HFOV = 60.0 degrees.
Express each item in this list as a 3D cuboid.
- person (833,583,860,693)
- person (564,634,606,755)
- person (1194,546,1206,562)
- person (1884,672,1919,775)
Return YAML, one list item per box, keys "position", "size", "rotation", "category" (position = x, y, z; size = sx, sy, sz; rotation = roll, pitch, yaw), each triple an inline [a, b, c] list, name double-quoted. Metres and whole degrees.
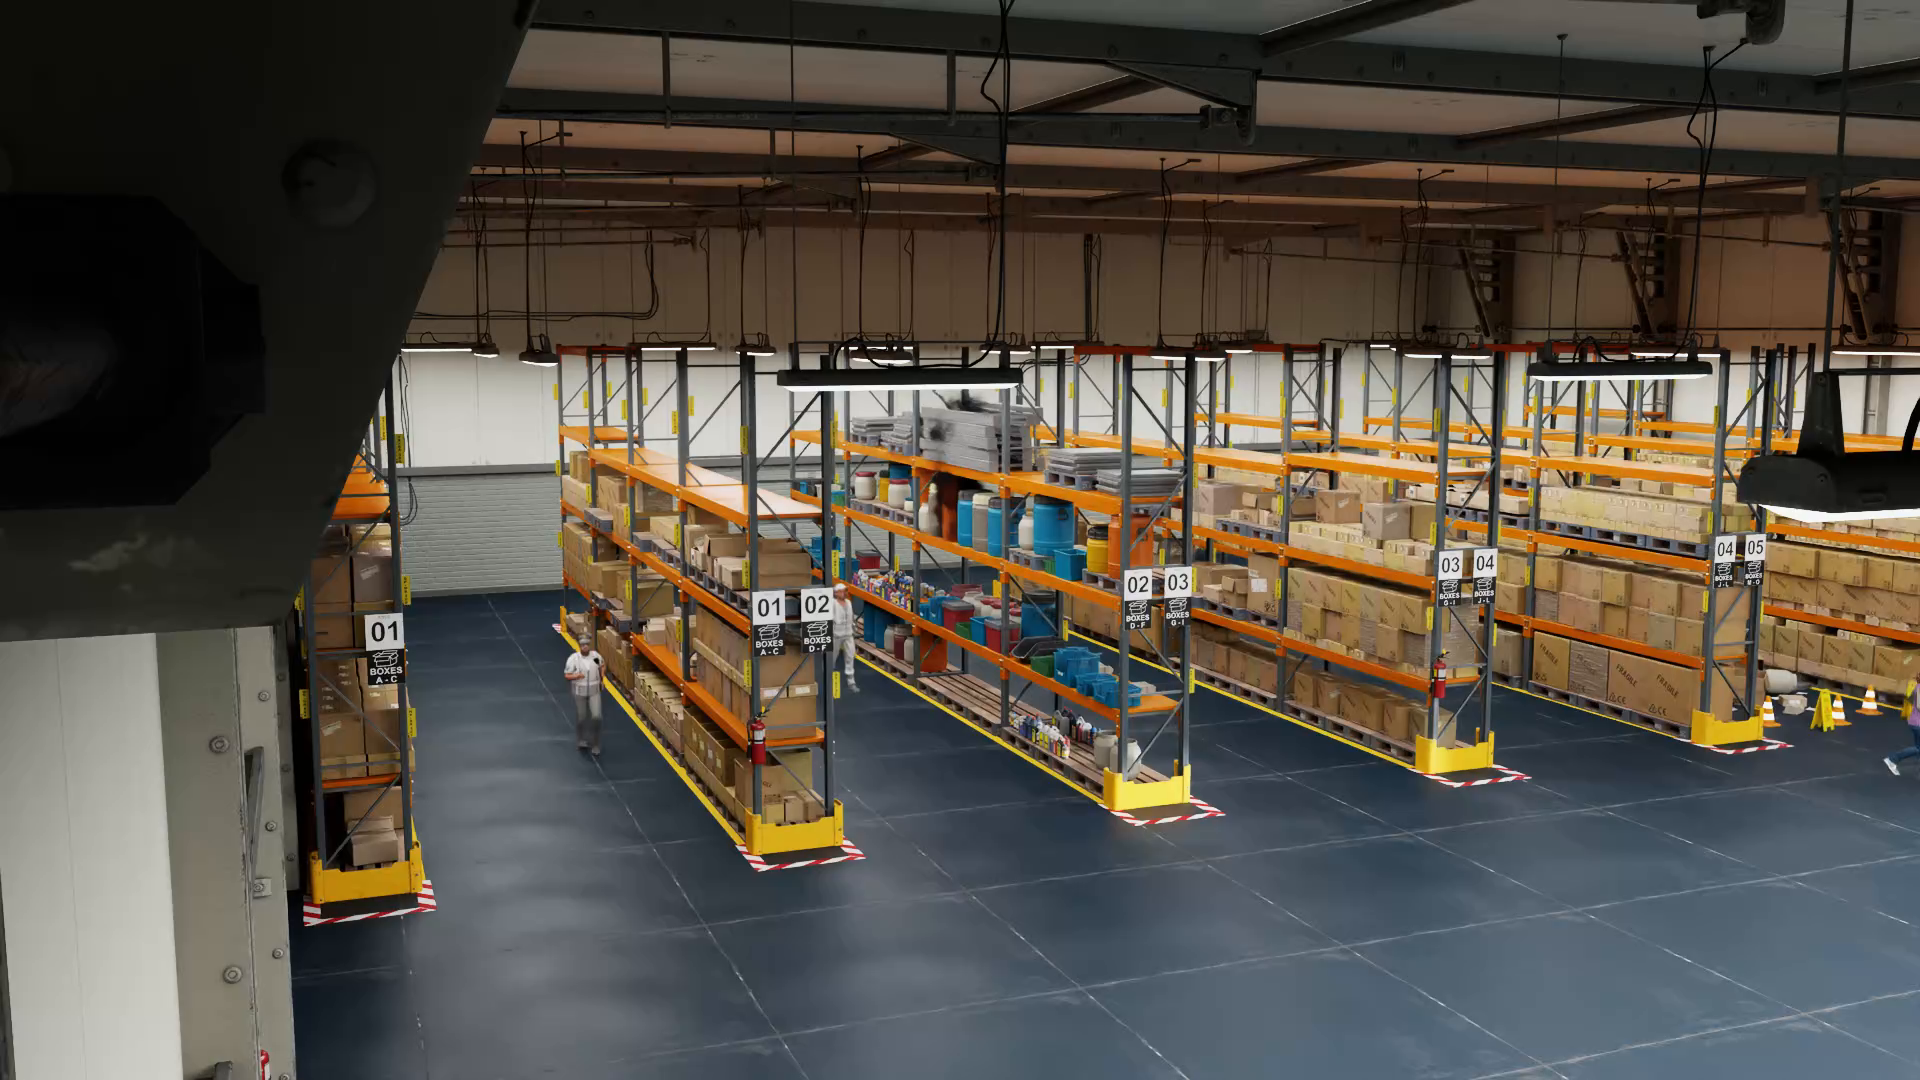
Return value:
- position: [-1.955, 1.630, 27.622]
  size: [0.657, 1.837, 0.871]
  rotation: [-5, 9, -34]
  category: "person"
- position: [-5.575, 2.312, 24.856]
  size: [0.640, 1.836, 0.727]
  rotation: [-3, 8, -20]
  category: "person"
- position: [5.990, 0.192, 41.724]
  size: [0.680, 1.773, 0.752]
  rotation: [3, 8, 25]
  category: "person"
- position: [13.407, 2.599, 23.308]
  size: [0.730, 1.600, 0.552]
  rotation: [4, 8, 28]
  category: "person"
